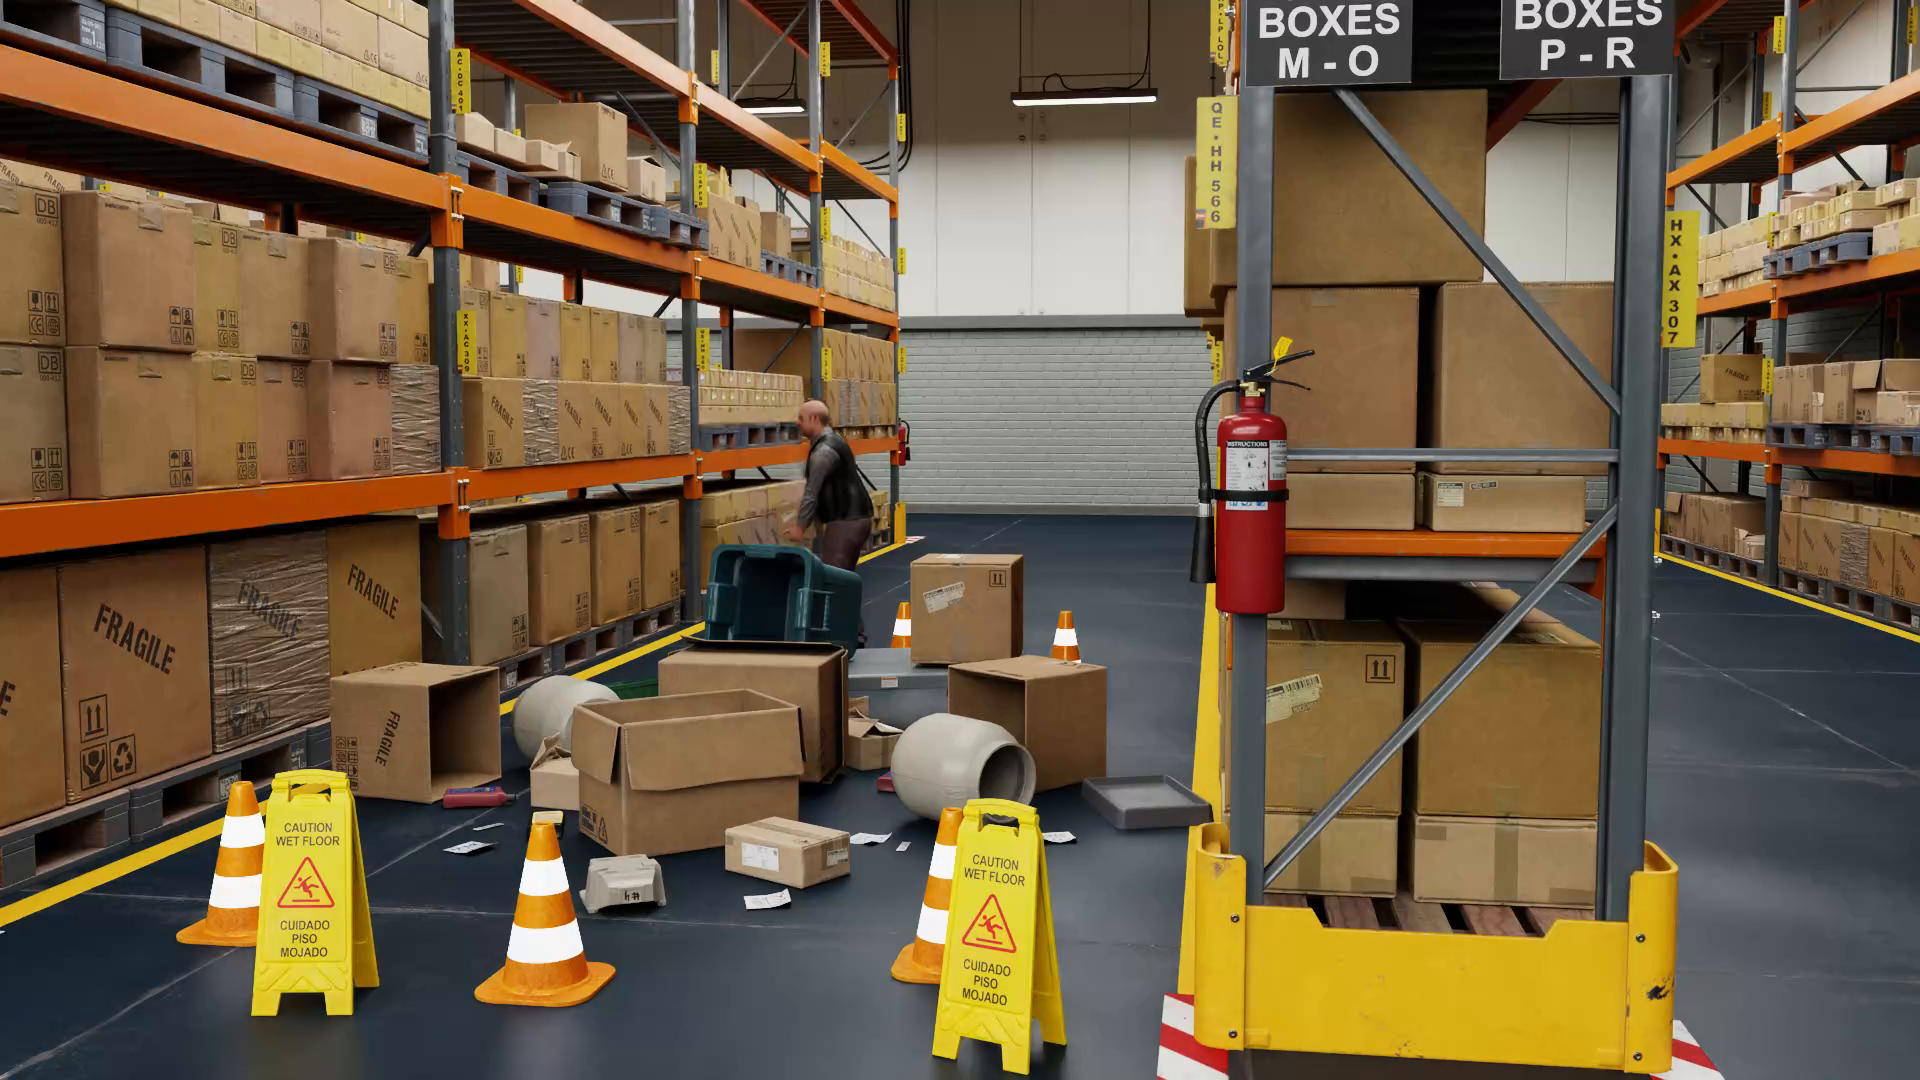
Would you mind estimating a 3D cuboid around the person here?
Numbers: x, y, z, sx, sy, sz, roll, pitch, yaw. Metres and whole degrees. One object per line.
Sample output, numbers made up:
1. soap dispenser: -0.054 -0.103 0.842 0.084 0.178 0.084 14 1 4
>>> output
1. person: -0.875 -0.080 11.061 0.592 1.692 0.479 1 4 8
